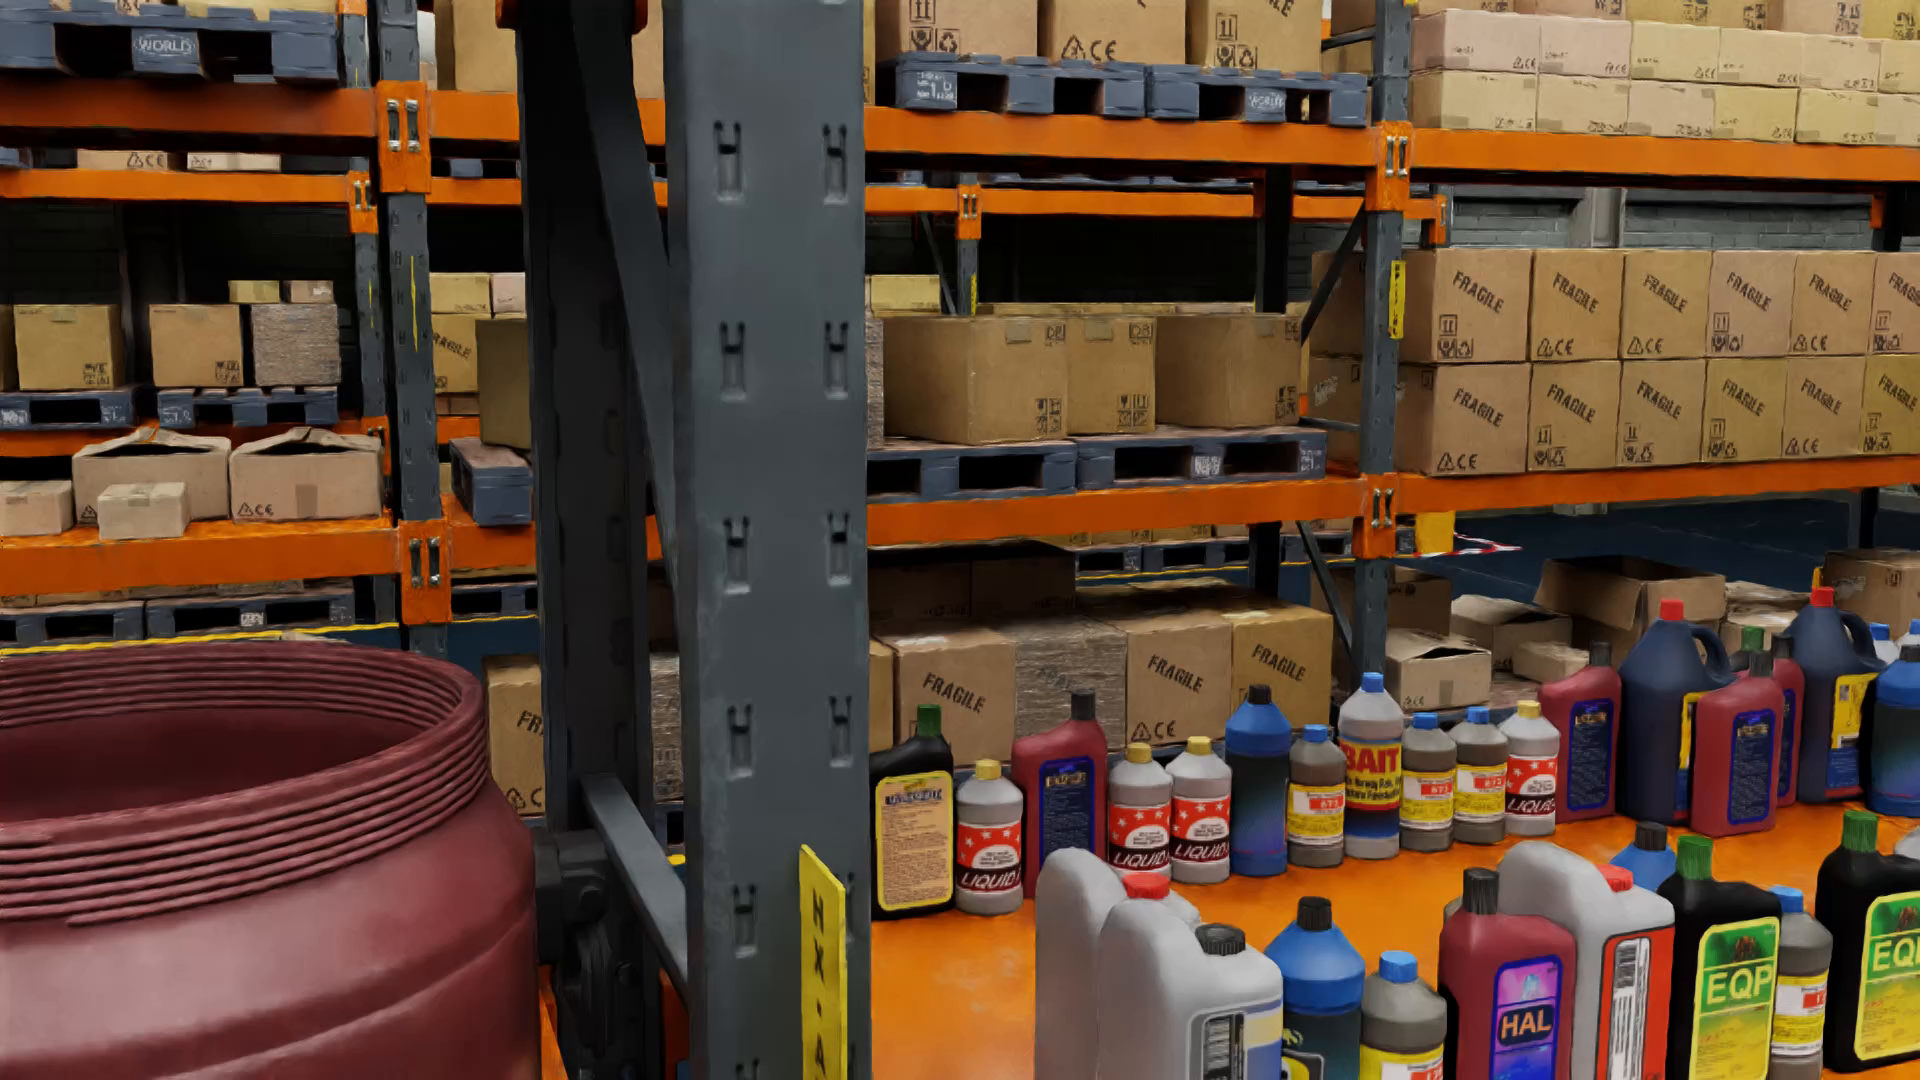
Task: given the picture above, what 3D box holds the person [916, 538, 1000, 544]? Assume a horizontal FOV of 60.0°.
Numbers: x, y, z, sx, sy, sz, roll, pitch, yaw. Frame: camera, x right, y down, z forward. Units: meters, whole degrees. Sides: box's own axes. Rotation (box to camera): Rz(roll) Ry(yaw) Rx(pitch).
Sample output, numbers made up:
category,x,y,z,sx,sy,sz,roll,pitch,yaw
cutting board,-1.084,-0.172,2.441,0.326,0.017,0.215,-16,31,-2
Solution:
category,x,y,z,sx,sy,sz,roll,pitch,yaw
person,-0.028,-0.071,8.786,0.546,1.726,0.401,-5,10,-31
